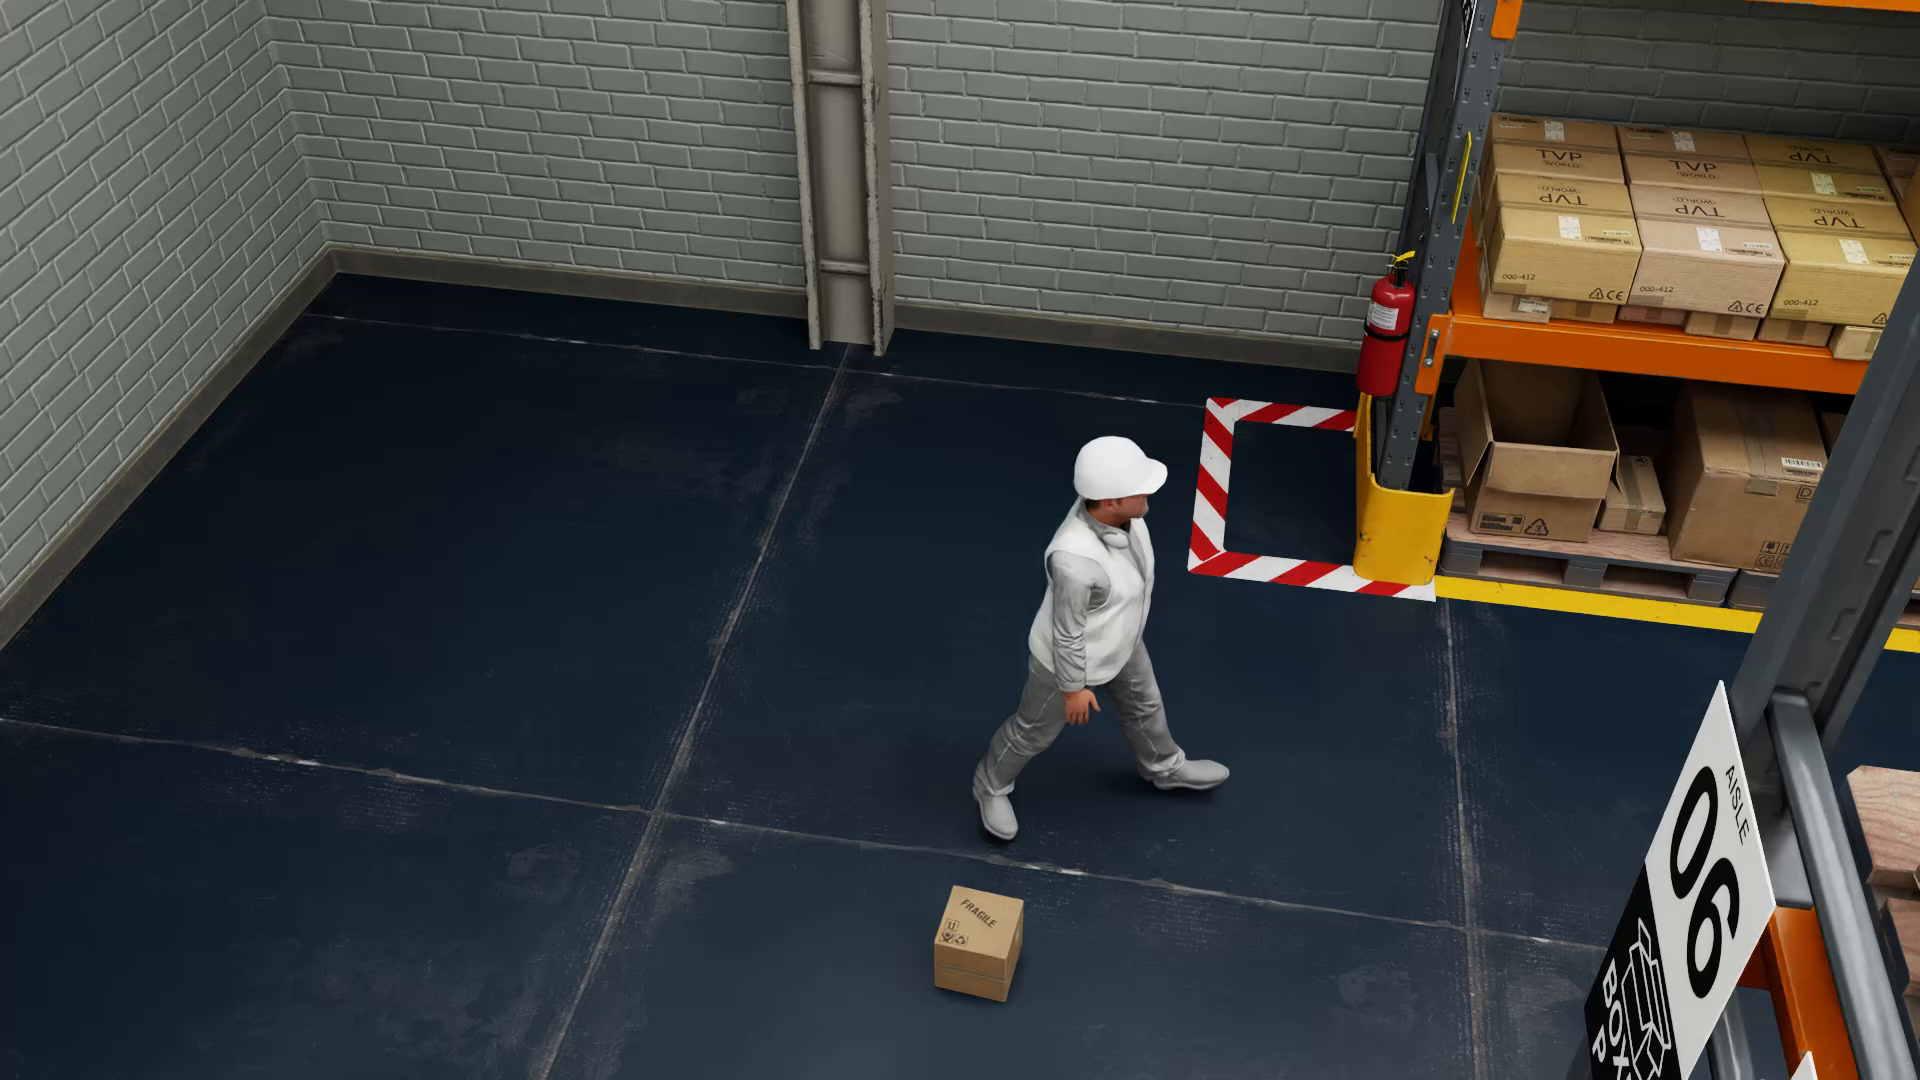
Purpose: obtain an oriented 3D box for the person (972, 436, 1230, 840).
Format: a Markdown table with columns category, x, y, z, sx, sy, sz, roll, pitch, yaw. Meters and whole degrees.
| category | x | y | z | sx | sy | sz | roll | pitch | yaw |
| --- | --- | --- | --- | --- | --- | --- | --- | --- | --- |
| person | 0.503 | 0.338 | 5.726 | 0.860 | 1.733 | 0.654 | 19 | 44 | 21 |
